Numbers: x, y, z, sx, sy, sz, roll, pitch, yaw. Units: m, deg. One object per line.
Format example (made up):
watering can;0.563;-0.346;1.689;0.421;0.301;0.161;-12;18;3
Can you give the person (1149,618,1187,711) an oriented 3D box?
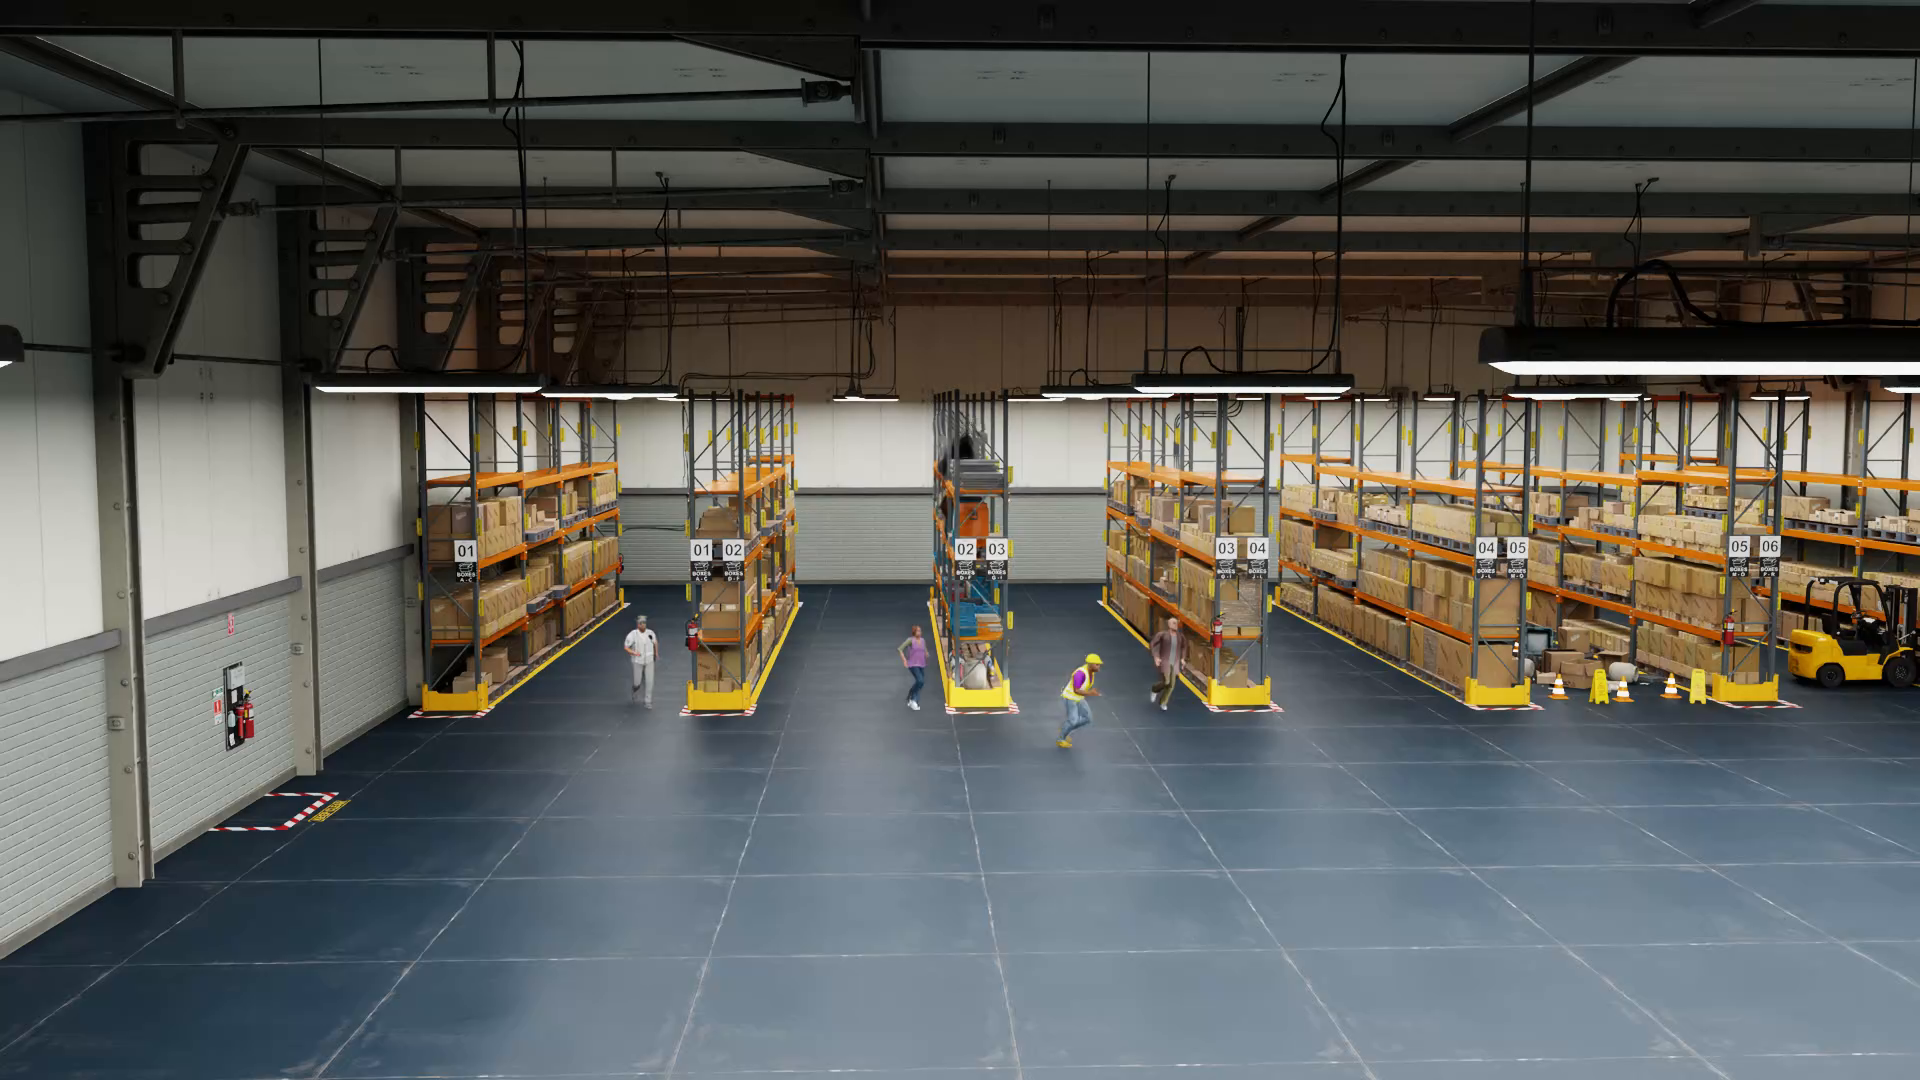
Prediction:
person;3.955;2.320;31.298;0.750;1.699;0.654;-2;5;-18

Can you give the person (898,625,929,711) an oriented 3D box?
person;-0.823;2.388;31.080;0.475;1.593;0.663;-4;6;-43

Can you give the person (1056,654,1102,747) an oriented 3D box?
person;2.019;2.668;27.733;0.862;1.586;0.737;3;5;30

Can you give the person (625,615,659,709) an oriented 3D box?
person;-6.012;2.286;31.503;0.672;1.750;0.775;-2;5;-24
